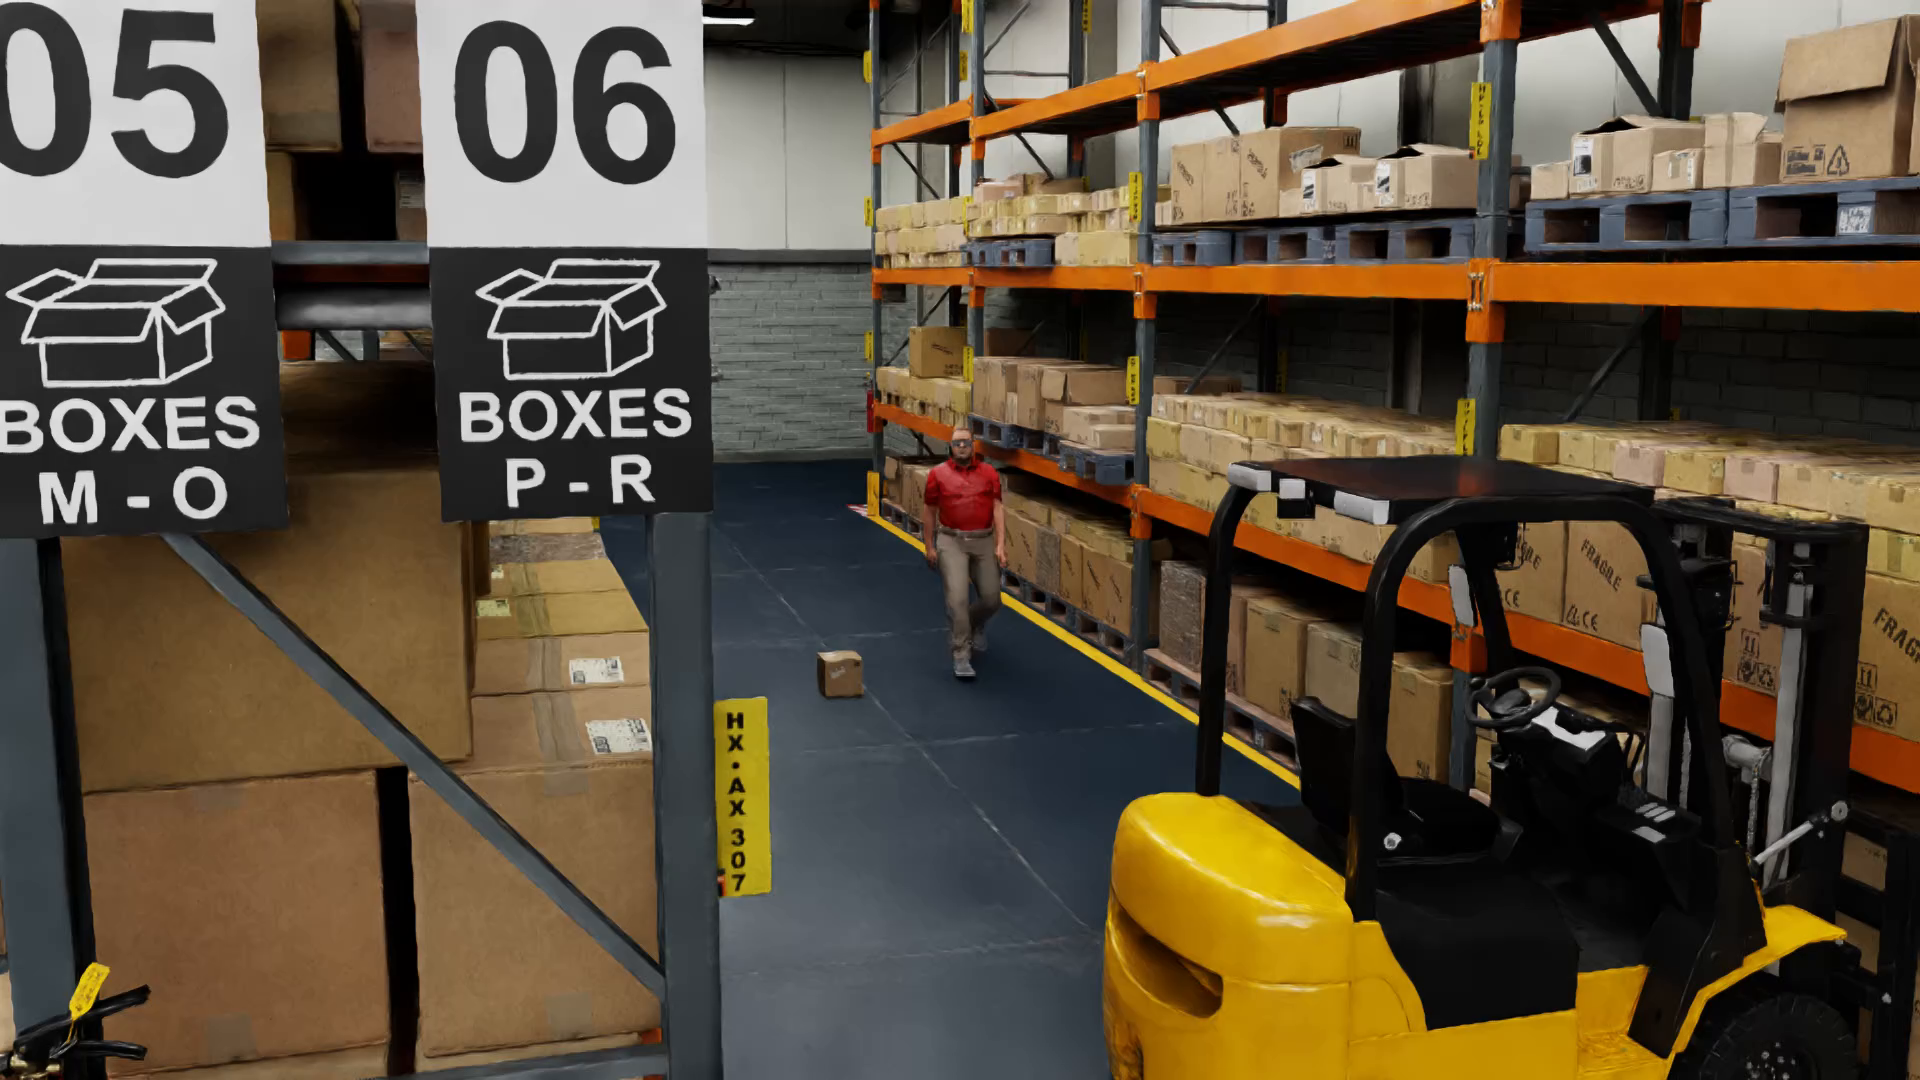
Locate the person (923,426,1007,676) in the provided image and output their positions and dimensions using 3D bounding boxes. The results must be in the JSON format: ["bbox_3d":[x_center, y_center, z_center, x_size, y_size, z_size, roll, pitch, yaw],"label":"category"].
[{"bbox_3d":[0.042,0.048,11.624,0.550,1.682,0.870,-2,9,-14],"label":"person"}]
